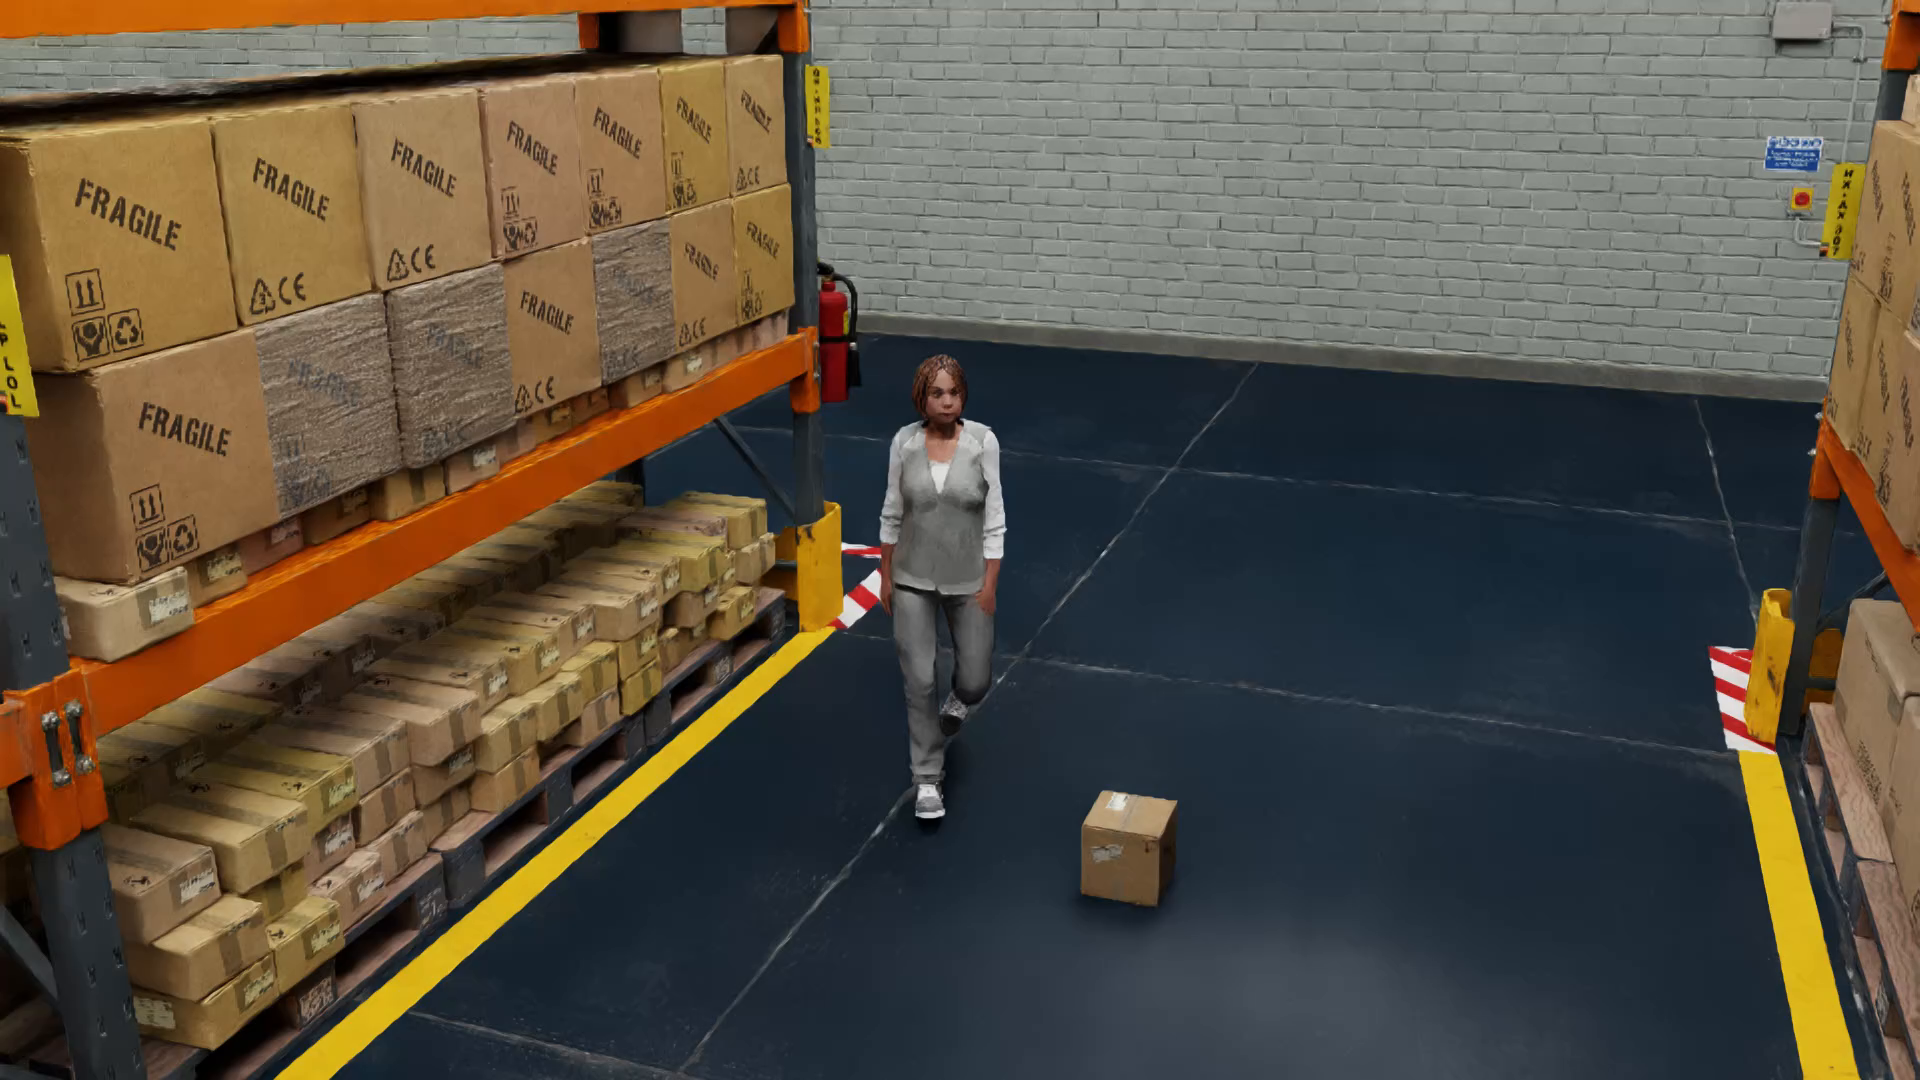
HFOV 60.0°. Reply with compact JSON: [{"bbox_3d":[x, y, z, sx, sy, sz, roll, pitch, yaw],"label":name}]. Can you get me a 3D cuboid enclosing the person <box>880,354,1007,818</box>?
[{"bbox_3d":[-0.058,0.136,5.687,0.440,1.559,0.667,1,19,4],"label":"person"}]
